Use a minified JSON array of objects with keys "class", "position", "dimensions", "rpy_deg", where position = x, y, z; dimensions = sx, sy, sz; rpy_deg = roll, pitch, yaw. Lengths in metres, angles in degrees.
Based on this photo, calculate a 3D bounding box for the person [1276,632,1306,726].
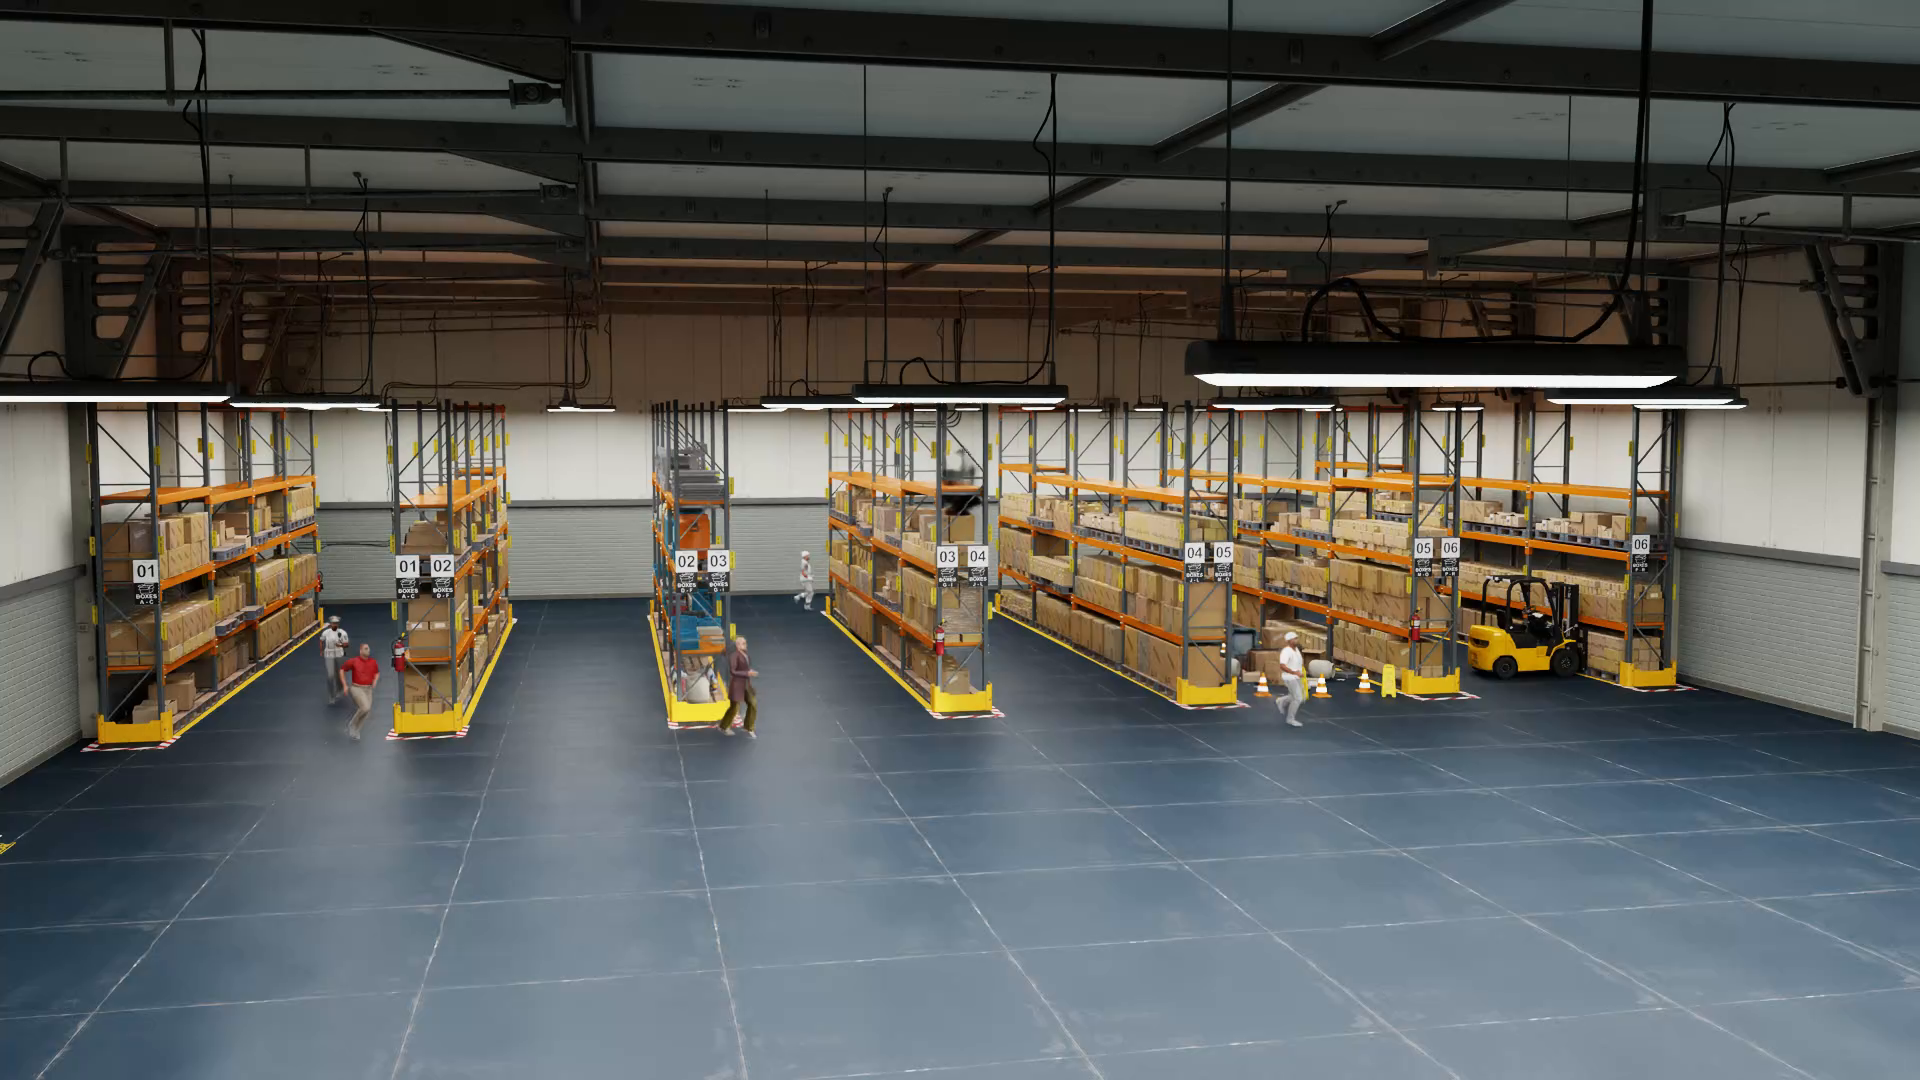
[{"class":"person","position":[6.112,2.553,30.745],"dimensions":[0.613,1.726,0.736],"rpy_deg":[3,5,30]}]

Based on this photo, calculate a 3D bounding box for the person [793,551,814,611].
[{"class":"person","position":[-4.557,1.192,48.584],"dimensions":[0.608,1.742,0.702],"rpy_deg":[0,4,-2]}]

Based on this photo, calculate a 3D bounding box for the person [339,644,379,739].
[{"class":"person","position":[-10.512,2.673,29.350],"dimensions":[0.597,1.667,0.654],"rpy_deg":[3,5,36]}]

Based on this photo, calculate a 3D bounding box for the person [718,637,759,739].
[{"class":"person","position":[-3.883,2.641,29.385],"dimensions":[0.834,1.868,0.736],"rpy_deg":[2,5,24]}]

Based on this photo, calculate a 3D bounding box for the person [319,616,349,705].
[{"class":"person","position":[-12.474,2.377,33.167],"dimensions":[0.549,1.755,0.781],"rpy_deg":[-2,5,-24]}]
